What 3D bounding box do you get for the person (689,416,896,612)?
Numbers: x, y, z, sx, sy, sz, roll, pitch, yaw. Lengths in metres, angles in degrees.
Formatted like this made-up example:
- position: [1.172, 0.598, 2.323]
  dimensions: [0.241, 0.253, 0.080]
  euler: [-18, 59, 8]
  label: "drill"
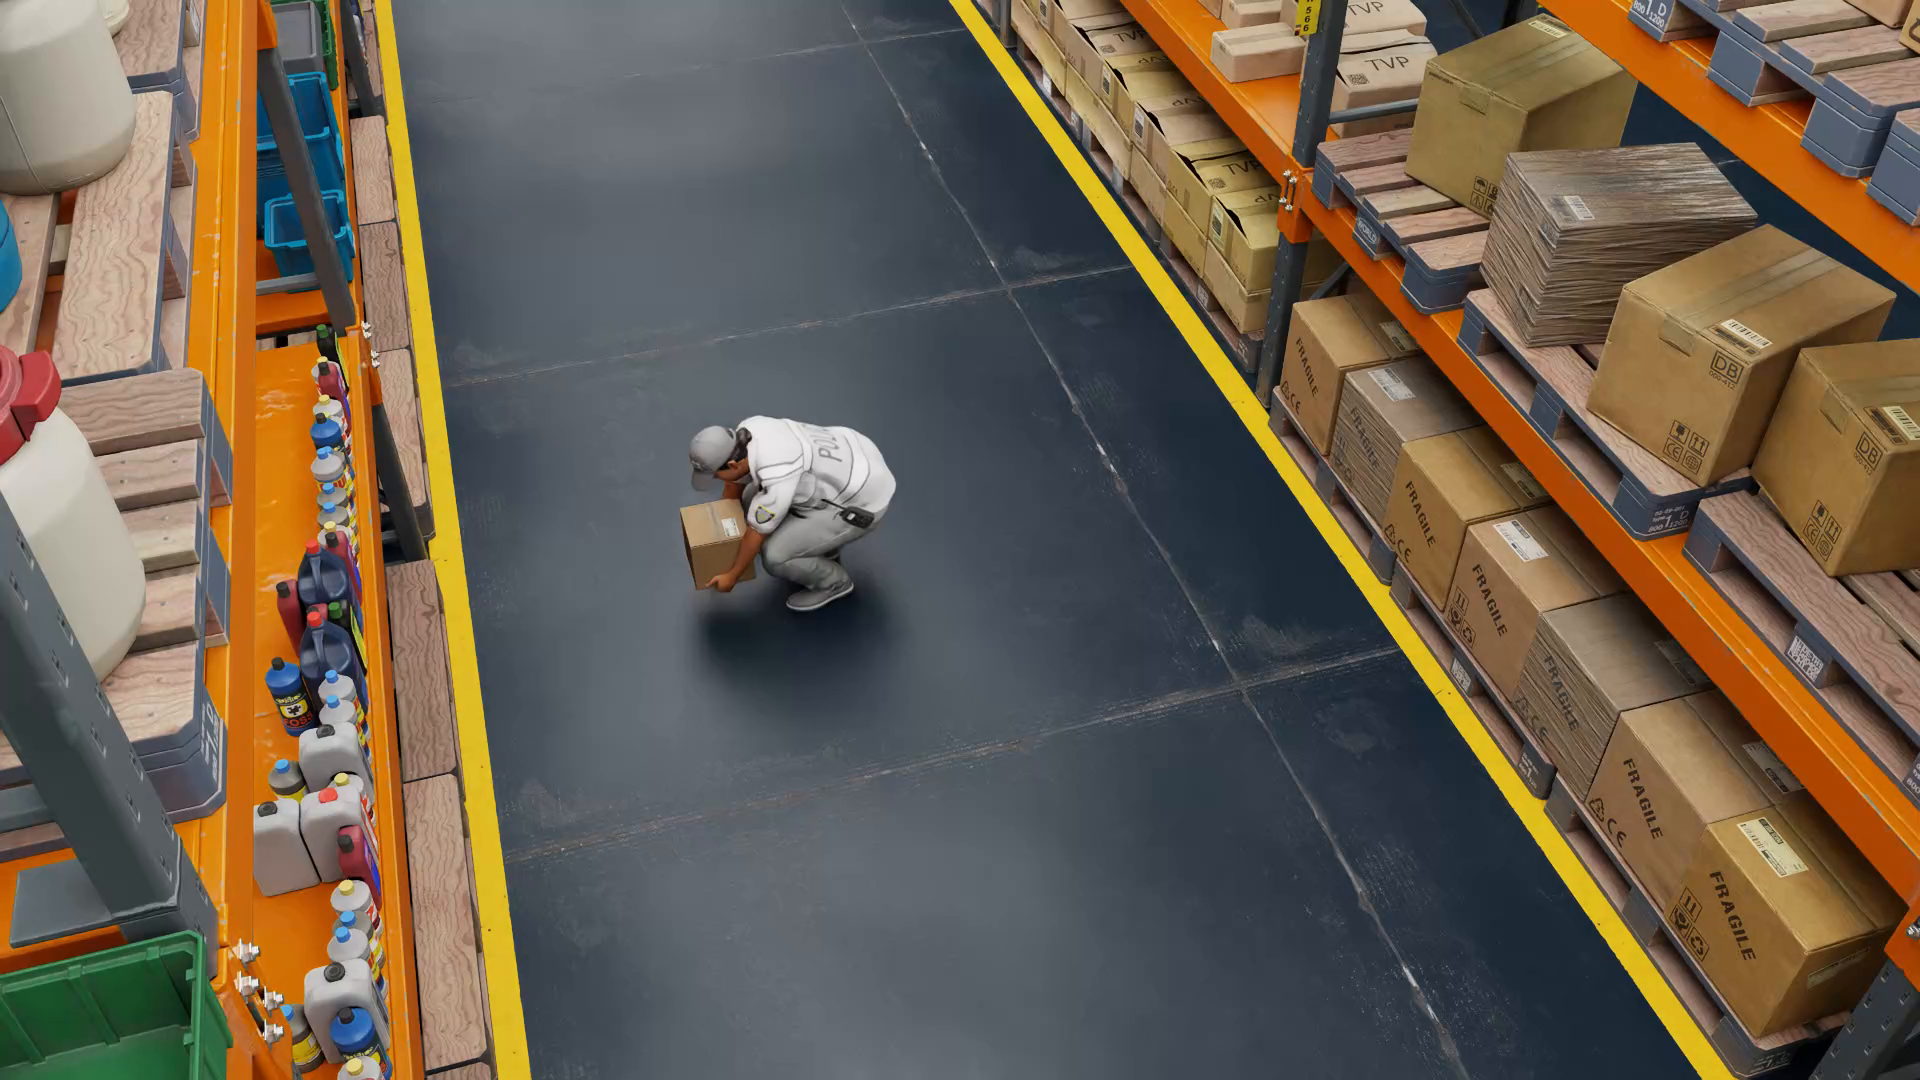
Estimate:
- position: [-0.689, -0.164, 6.870]
  dimensions: [0.844, 0.962, 0.493]
  euler: [-13, 44, -14]
  label: "person"
